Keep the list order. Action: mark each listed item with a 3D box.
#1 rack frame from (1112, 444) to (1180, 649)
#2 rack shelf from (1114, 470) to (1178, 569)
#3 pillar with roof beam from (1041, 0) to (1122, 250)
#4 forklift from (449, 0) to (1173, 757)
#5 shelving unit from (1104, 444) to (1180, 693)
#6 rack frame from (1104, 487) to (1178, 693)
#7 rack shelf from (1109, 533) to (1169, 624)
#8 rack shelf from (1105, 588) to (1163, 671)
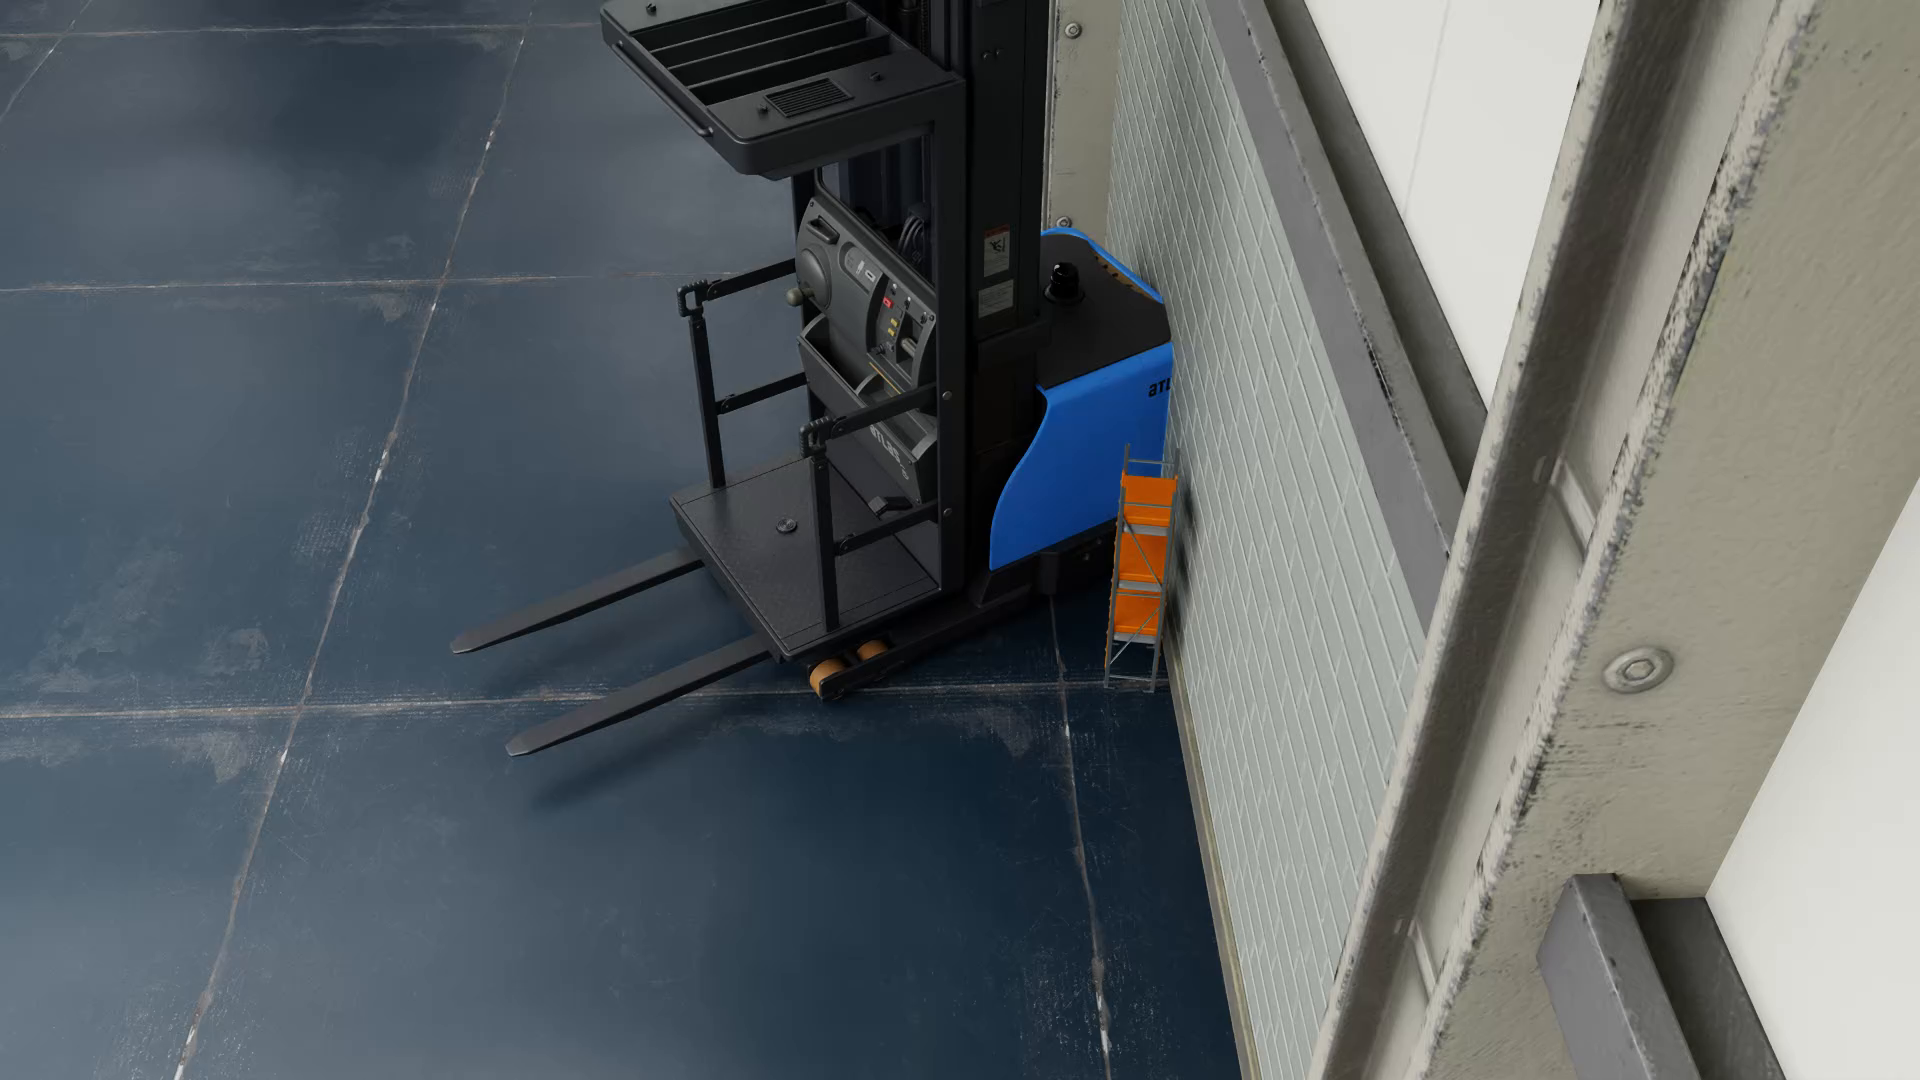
[{"bbox_3d":[0.704,0.046,6.423,0.200,1.050,0.008,5,43,6],"label":"rack frame"},{"bbox_3d":[0.687,-0.074,6.150,0.215,0.259,0.240,5,43,6],"label":"rack shelf"},{"bbox_3d":[-3.709,-4.657,5.671,9.100,9.000,0.400,-2,43,-2],"label":"pillar with roof beam"},{"bbox_3d":[-0.529,-0.859,6.018,3.031,2.935,1.130,-23,47,-23],"label":"forklift"},{"bbox_3d":[0.687,0.127,6.334,0.215,1.050,0.252,5,43,6],"label":"shelving unit"},{"bbox_3d":[0.671,0.209,6.245,0.200,1.050,0.008,5,43,6],"label":"rack frame"},{"bbox_3d":[0.687,0.135,6.341,0.215,0.259,0.240,5,43,6],"label":"rack shelf"},{"bbox_3d":[0.687,0.340,6.529,0.215,0.259,0.240,5,43,6],"label":"rack shelf"}]
